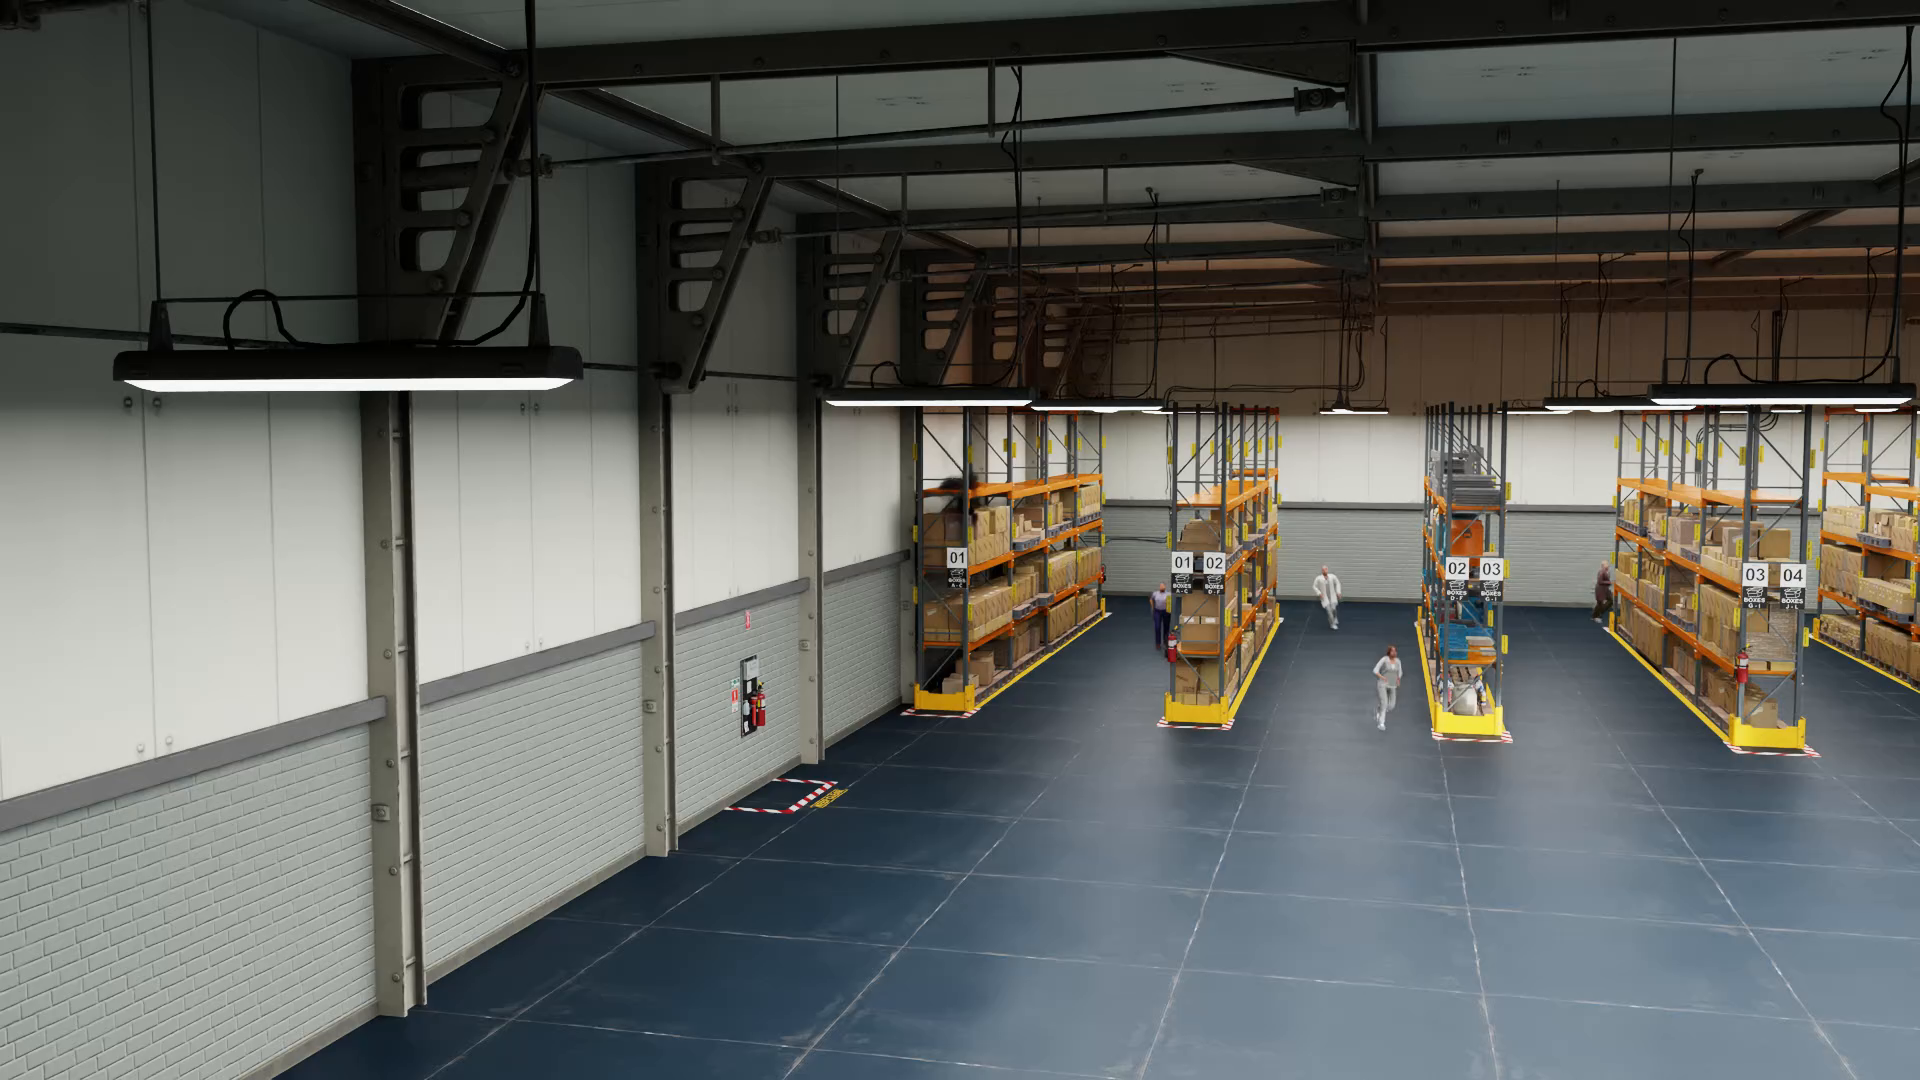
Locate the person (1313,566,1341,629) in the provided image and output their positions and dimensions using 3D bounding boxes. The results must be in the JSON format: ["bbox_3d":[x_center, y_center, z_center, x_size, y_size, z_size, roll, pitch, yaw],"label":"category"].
[{"bbox_3d":[9.919,1.556,44.928,0.753,1.702,0.570,0,4,6],"label":"person"}]

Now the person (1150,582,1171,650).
[{"bbox_3d":[4.992,1.850,41.065,0.601,1.645,0.918,1,4,7],"label":"person"}]

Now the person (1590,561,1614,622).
[{"bbox_3d":[17.919,1.430,46.263,0.759,1.727,0.793,-4,6,-45],"label":"person"}]

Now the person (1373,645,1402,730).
[{"bbox_3d":[7.882,2.705,30.624,0.569,1.553,0.595,-1,4,-7],"label":"person"}]
